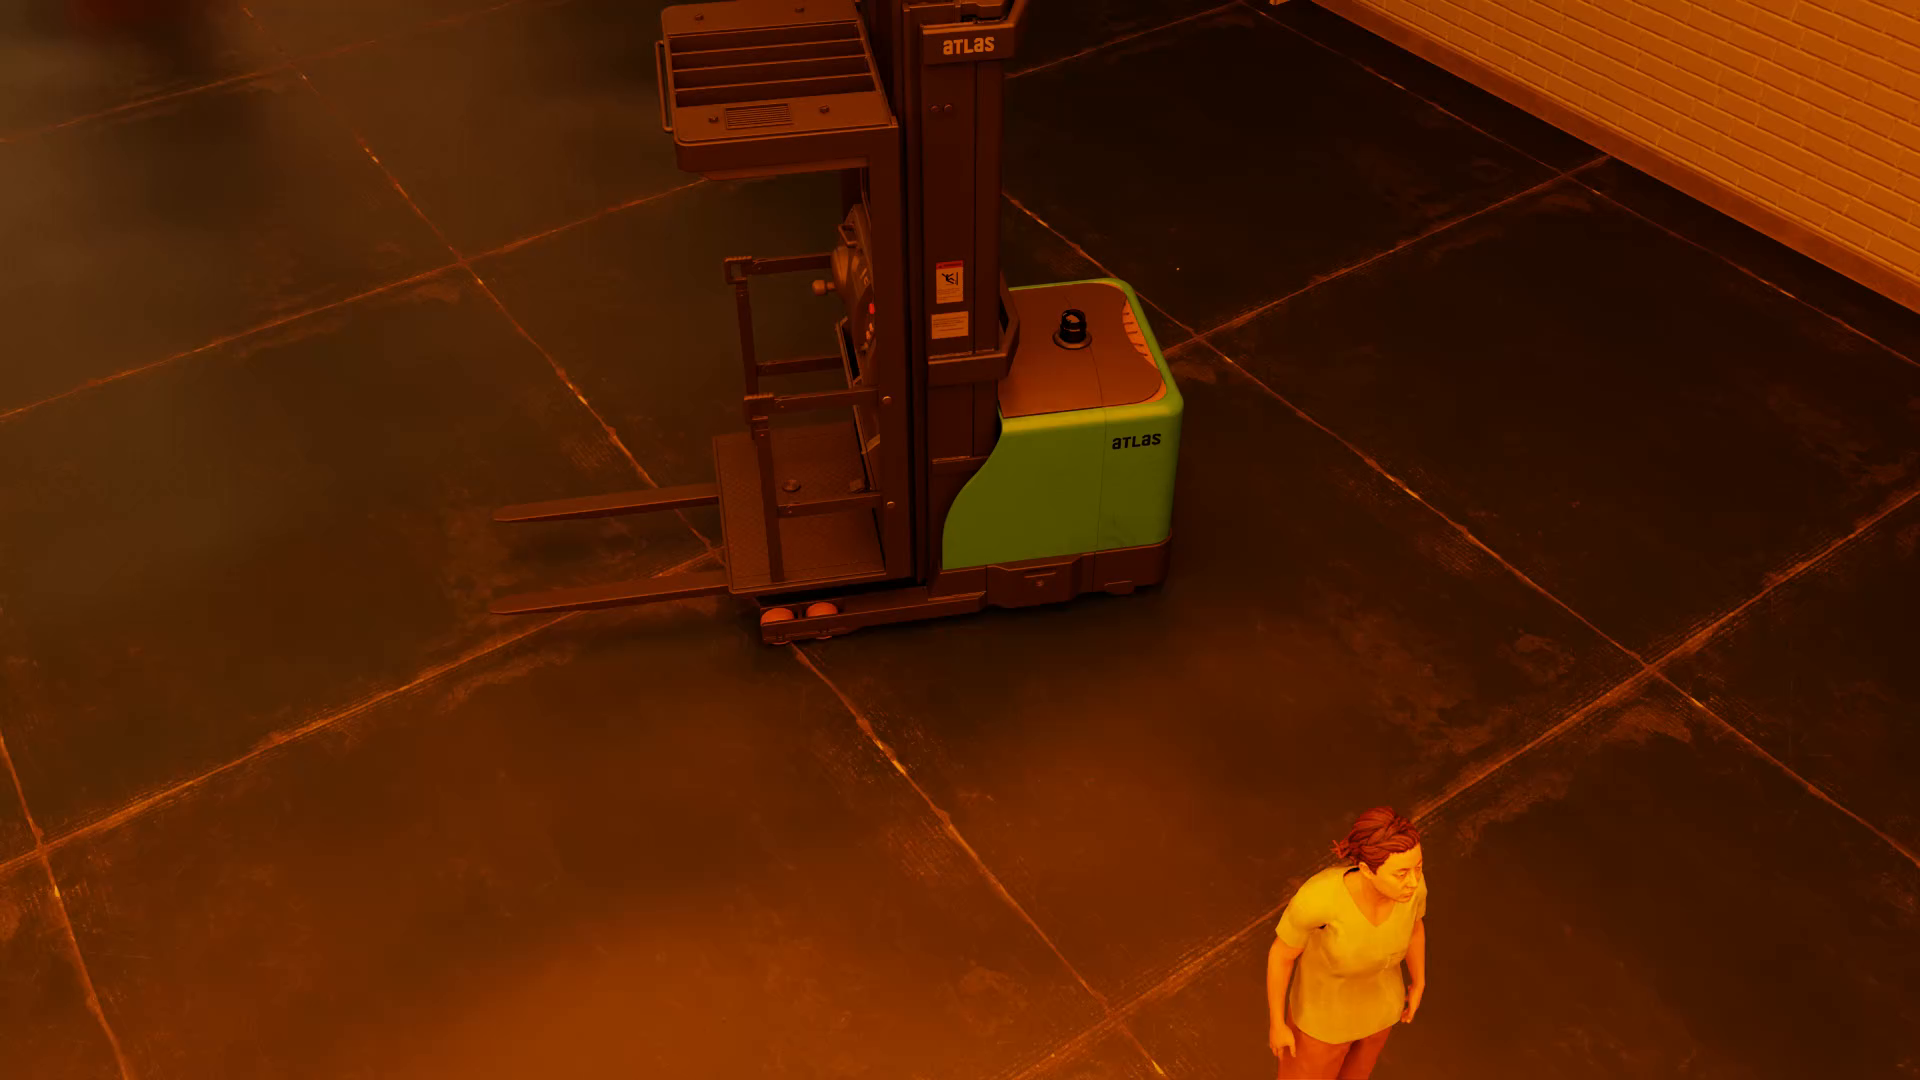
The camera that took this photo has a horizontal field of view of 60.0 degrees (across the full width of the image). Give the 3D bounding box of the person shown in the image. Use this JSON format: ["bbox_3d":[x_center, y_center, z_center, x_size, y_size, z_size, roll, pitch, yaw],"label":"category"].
[{"bbox_3d":[1.188,1.476,5.030,0.554,1.673,0.548,-14,44,-14],"label":"person"}]

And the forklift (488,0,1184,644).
[{"bbox_3d":[-0.612,-1.004,6.804,3.031,2.935,1.130,-7,43,-7],"label":"forklift"}]
